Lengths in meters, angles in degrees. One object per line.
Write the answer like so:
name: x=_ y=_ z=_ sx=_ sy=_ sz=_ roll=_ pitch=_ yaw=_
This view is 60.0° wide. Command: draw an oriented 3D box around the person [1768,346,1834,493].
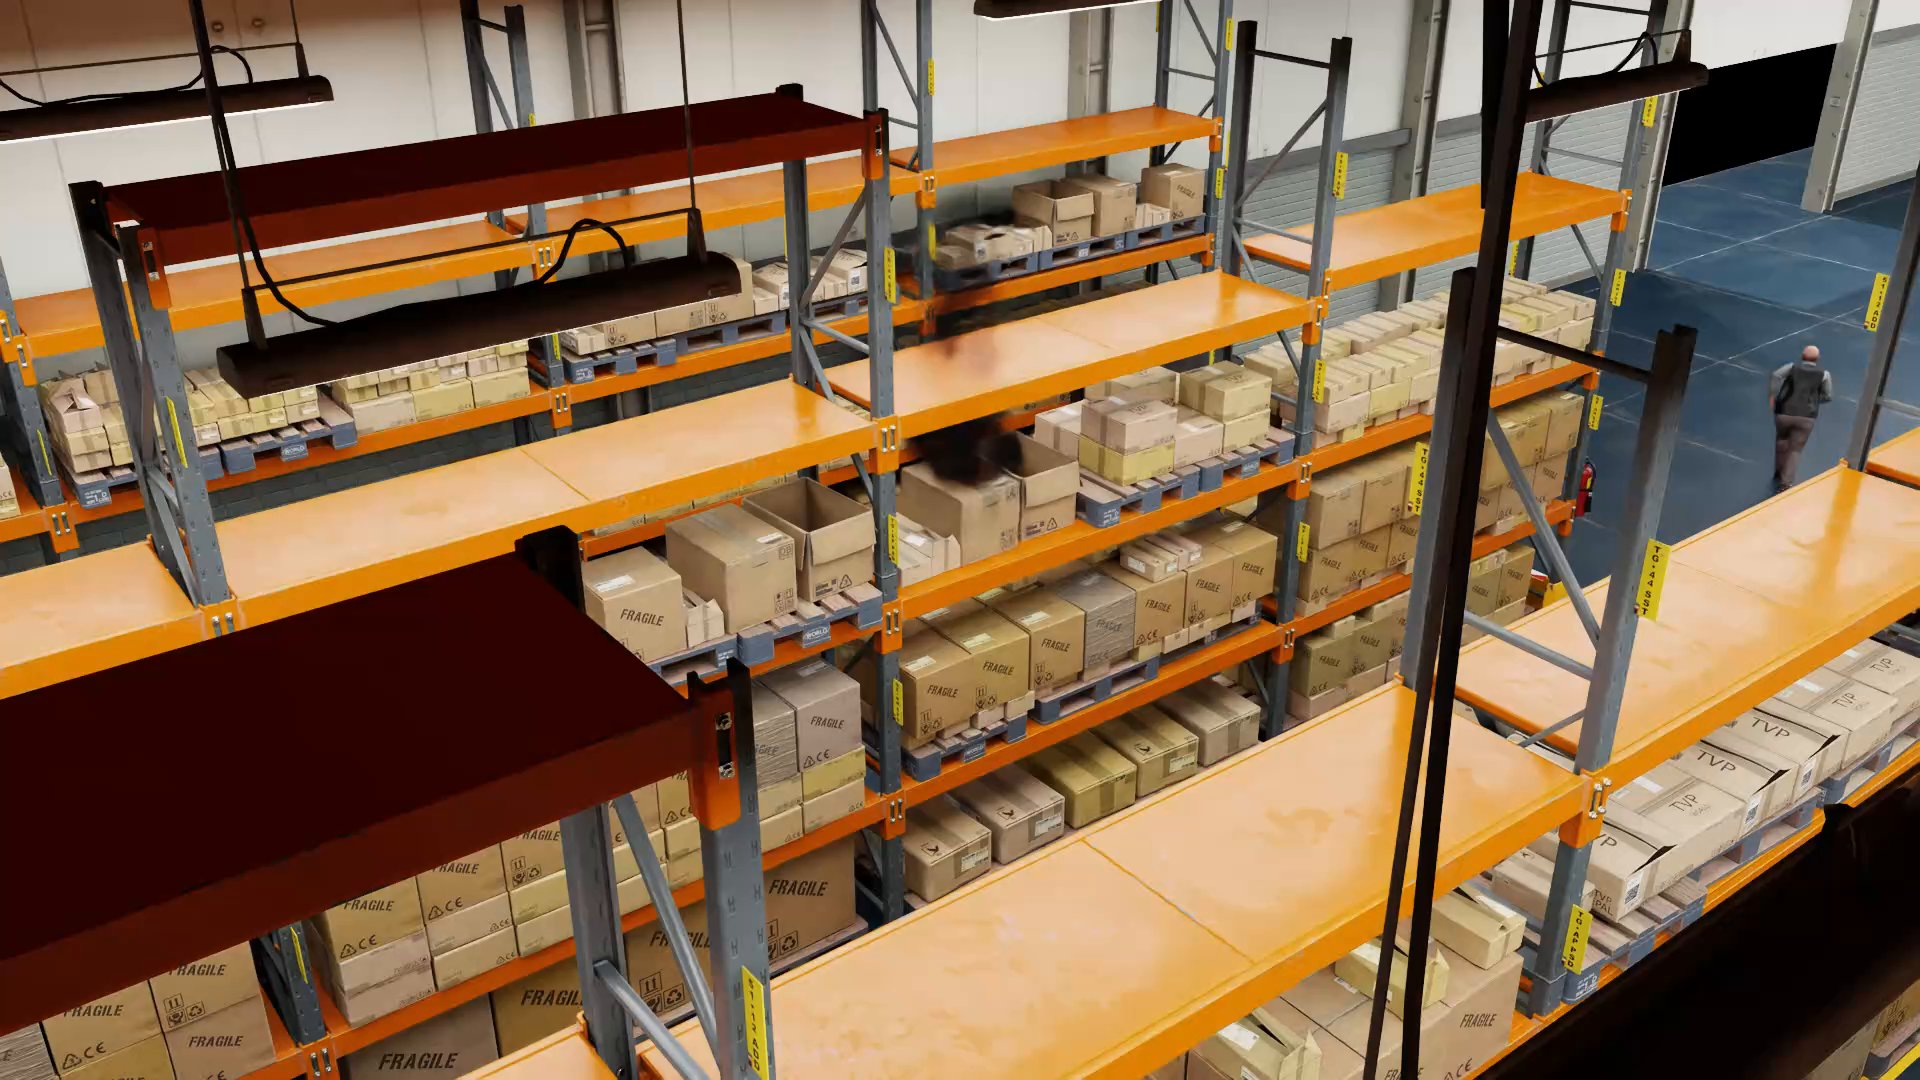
person: x=9.507 y=-1.308 z=18.985 sx=0.701 sy=1.682 sz=0.993 roll=12 pitch=29 yaw=23
